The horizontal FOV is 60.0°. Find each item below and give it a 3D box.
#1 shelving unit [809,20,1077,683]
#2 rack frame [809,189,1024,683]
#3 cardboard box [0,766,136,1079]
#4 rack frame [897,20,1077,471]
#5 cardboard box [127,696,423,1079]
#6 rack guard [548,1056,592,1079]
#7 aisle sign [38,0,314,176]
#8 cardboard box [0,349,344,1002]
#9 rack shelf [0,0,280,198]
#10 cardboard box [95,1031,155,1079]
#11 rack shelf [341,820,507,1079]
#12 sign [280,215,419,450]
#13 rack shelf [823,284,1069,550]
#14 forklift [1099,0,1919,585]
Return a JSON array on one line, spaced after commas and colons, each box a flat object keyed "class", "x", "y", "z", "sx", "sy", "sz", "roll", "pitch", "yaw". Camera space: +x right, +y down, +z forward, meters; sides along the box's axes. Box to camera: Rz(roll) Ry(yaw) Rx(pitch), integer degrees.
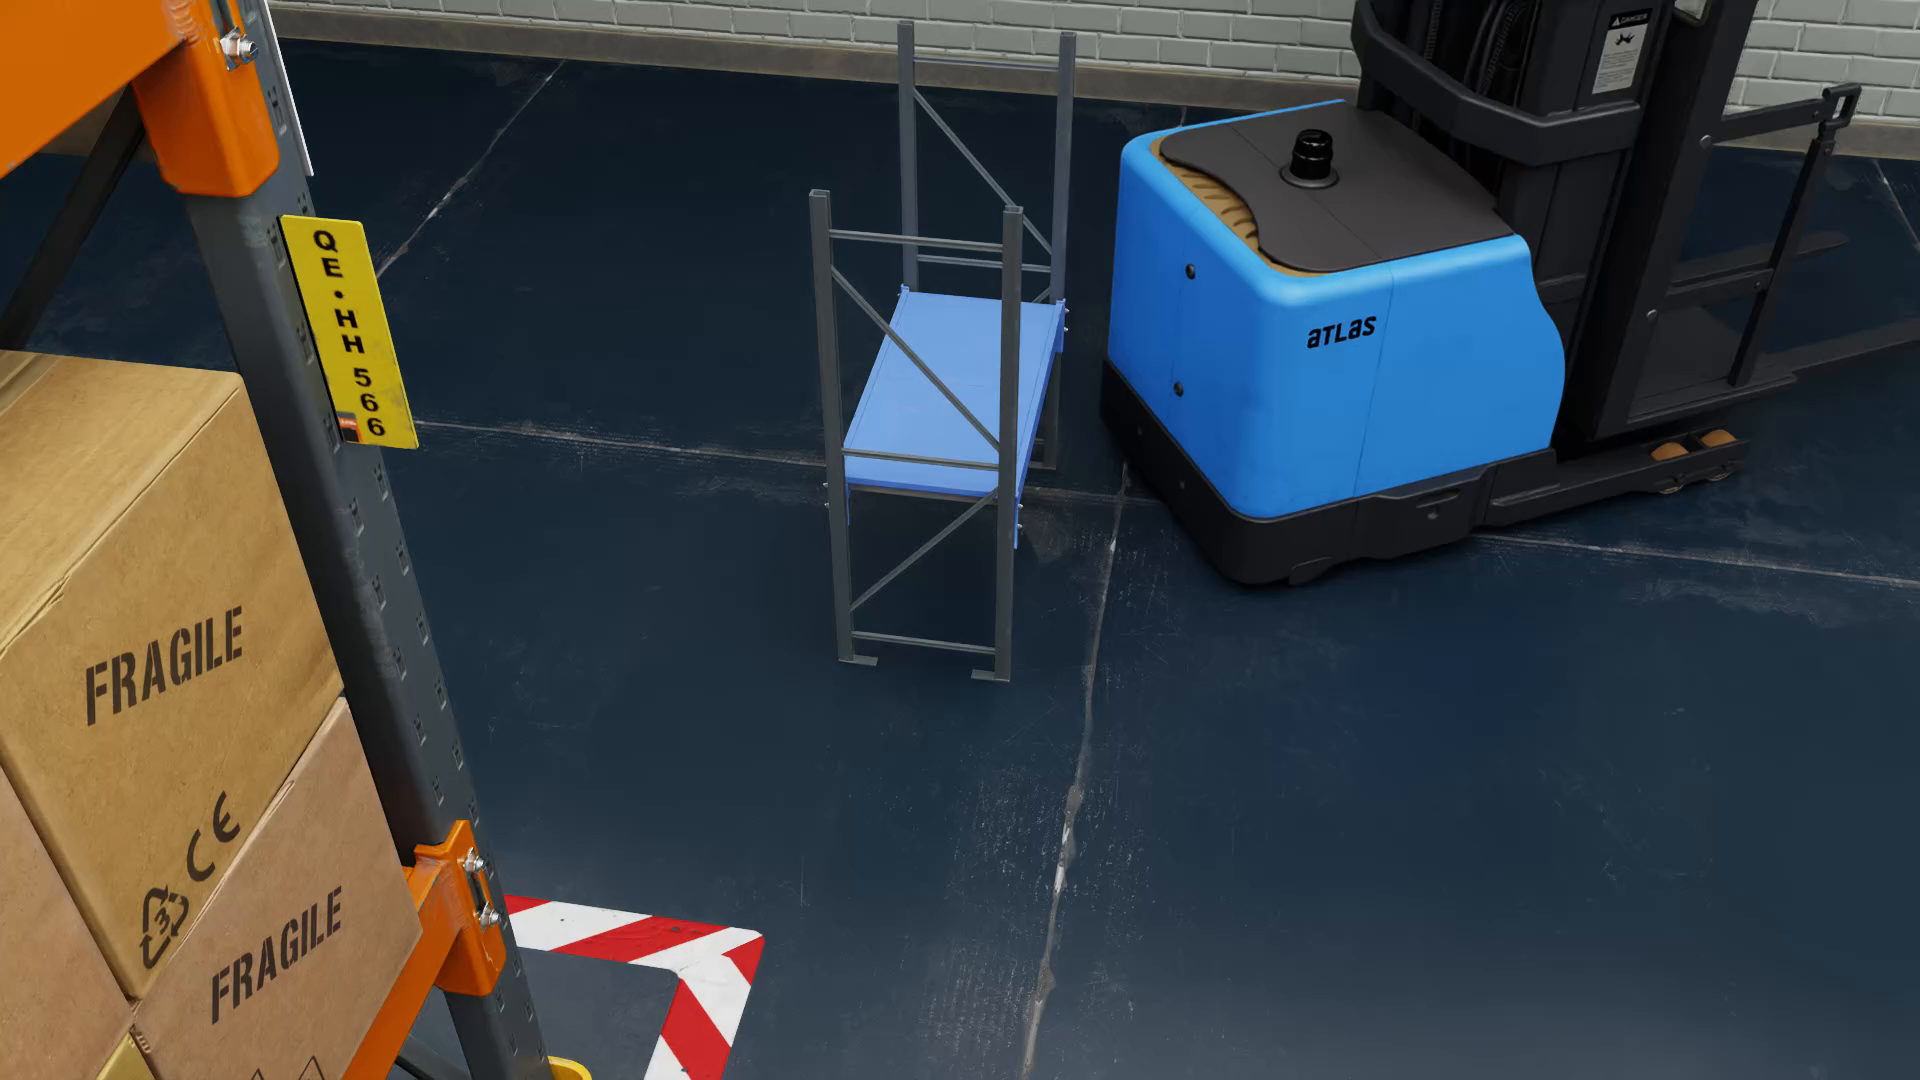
[{"class": "shelving unit", "x": -0.015, "y": -0.524, "z": 4.707, "sx": 0.538, "sy": 1.500, "sz": 1.048, "roll": 6, "pitch": 40, "yaw": 8}, {"class": "rack frame", "x": -0.103, "y": -0.205, "z": 4.321, "sx": 0.500, "sy": 1.500, "sz": 0.032, "roll": 6, "pitch": 40, "yaw": 8}, {"class": "cardboard box", "x": -1.181, "y": 0.449, "z": 1.490, "sx": 0.500, "sy": 0.500, "sz": 0.500, "roll": 7, "pitch": 40, "yaw": 9}, {"class": "rack frame", "x": 0.073, "y": -0.844, "z": 5.093, "sx": 0.500, "sy": 1.500, "sz": 0.032, "roll": 6, "pitch": 40, "yaw": 8}, {"class": "cardboard box", "x": -1.097, "y": 0.519, "z": 2.190, "sx": 0.500, "sy": 0.500, "sz": 0.500, "roll": 8, "pitch": 40, "yaw": 9}, {"class": "rack guard", "x": -1.301, "y": 1.257, "z": 3.337, "sx": 1.175, "sy": 0.500, "sz": 0.348, "roll": 6, "pitch": 40, "yaw": 8}, {"class": "aisle sign", "x": -0.974, "y": -0.765, "z": 1.781, "sx": 0.394, "sy": 0.787, "sz": 0.004, "roll": 6, "pitch": 40, "yaw": 8}, {"class": "cardboard box", "x": -1.094, "y": 0.132, "z": 1.873, "sx": 0.500, "sy": 0.500, "sz": 0.500, "roll": 6, "pitch": 40, "yaw": 7}, {"class": "rack shelf", "x": -1.634, "y": 0.623, "z": 0.353, "sx": 1.077, "sy": 0.370, "sz": 4.000, "roll": 6, "pitch": 40, "yaw": 8}, {"class": "cardboard box", "x": -1.184, "y": 0.845, "z": 1.796, "sx": 0.500, "sy": 0.500, "sz": 0.500, "roll": 7, "pitch": 40, "yaw": 8}, {"class": "rack shelf", "x": -1.634, "y": 1.779, "z": 1.309, "sx": 1.077, "sy": 0.370, "sz": 4.000, "roll": 6, "pitch": 40, "yaw": 8}, {"class": "sign", "x": -0.745, "y": -0.248, "z": 2.039, "sx": 0.100, "sy": 0.325, "sz": 0.005, "roll": 6, "pitch": 40, "yaw": 8}, {"class": "rack shelf", "x": -0.015, "y": -0.386, "z": 4.822, "sx": 0.538, "sy": 0.185, "sz": 1.000, "roll": 6, "pitch": 40, "yaw": 8}, {"class": "forklift", "x": 2.045, "y": -1.581, "z": 4.862, "sx": 3.031, "sy": 2.935, "sz": 1.130, "roll": -14, "pitch": 42, "yaw": -16}]
